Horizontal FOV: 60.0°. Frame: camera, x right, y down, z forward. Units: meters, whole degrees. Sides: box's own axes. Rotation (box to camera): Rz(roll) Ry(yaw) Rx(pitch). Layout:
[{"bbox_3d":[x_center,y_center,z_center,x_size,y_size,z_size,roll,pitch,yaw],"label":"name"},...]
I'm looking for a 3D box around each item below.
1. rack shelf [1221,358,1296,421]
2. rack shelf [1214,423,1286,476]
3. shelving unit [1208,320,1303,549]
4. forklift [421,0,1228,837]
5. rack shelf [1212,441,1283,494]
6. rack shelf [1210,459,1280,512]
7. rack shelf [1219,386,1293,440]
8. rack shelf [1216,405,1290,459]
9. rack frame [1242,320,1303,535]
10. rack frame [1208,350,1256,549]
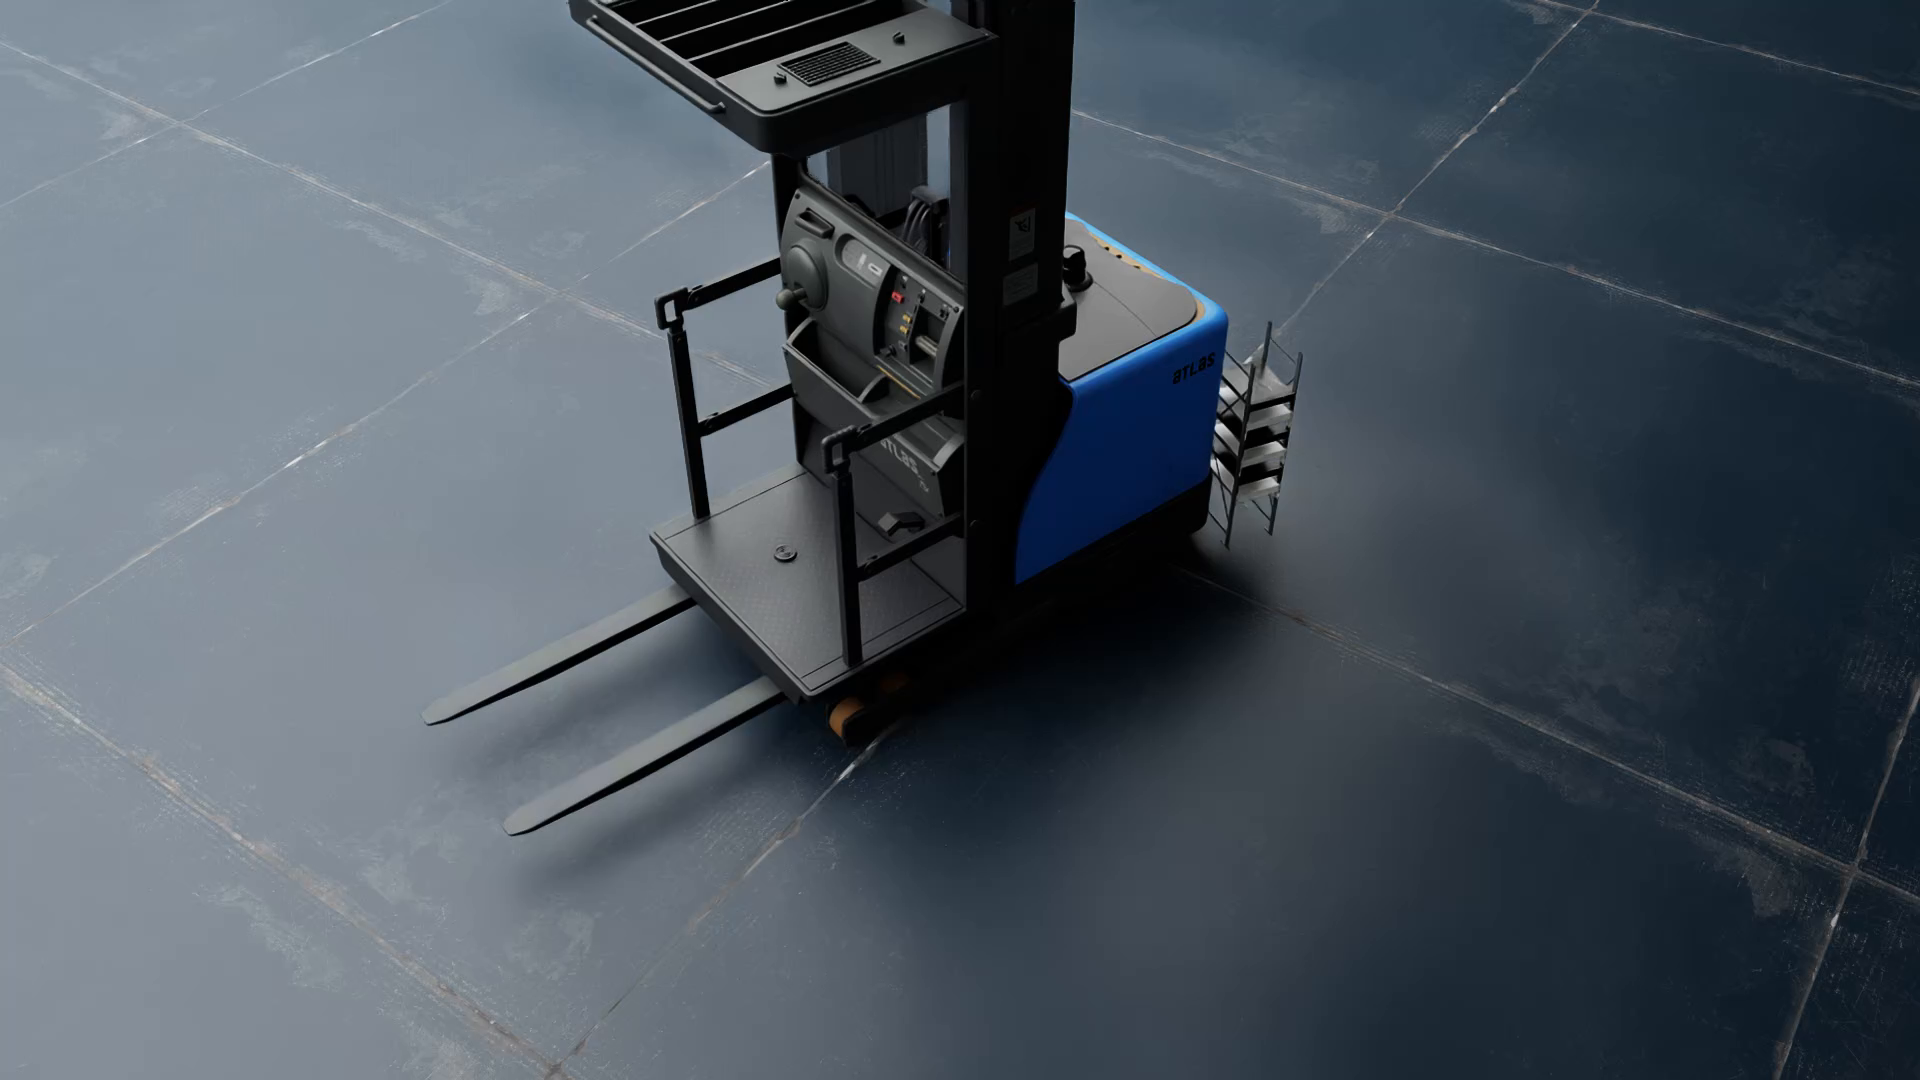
[{"bbox_3d":[1.130,-0.578,6.365,0.200,0.077,0.258,-16,44,-17],"label":"rack shelf"},{"bbox_3d":[1.129,-0.376,6.545,0.200,0.077,0.258,-16,44,-17],"label":"rack shelf"},{"bbox_3d":[1.129,-0.401,6.523,0.210,0.900,0.258,-16,44,-17],"label":"shelving unit"},{"bbox_3d":[-0.469,-0.773,5.416,3.031,2.935,1.130,-28,49,-28],"label":"forklift"},{"bbox_3d":[1.128,-0.309,6.605,0.200,0.077,0.258,-16,44,-17],"label":"rack shelf"},{"bbox_3d":[1.128,-0.242,6.665,0.200,0.077,0.258,-16,44,-17],"label":"rack shelf"},{"bbox_3d":[1.129,-0.511,6.425,0.200,0.077,0.258,-16,44,-17],"label":"rack shelf"},{"bbox_3d":[1.129,-0.443,6.485,0.200,0.077,0.258,-16,44,-17],"label":"rack shelf"},{"bbox_3d":[1.222,-0.428,6.553,0.006,0.900,0.240,-16,44,-17],"label":"rack frame"},{"bbox_3d":[1.035,-0.375,6.493,0.006,0.900,0.240,-16,44,-17],"label":"rack frame"}]
